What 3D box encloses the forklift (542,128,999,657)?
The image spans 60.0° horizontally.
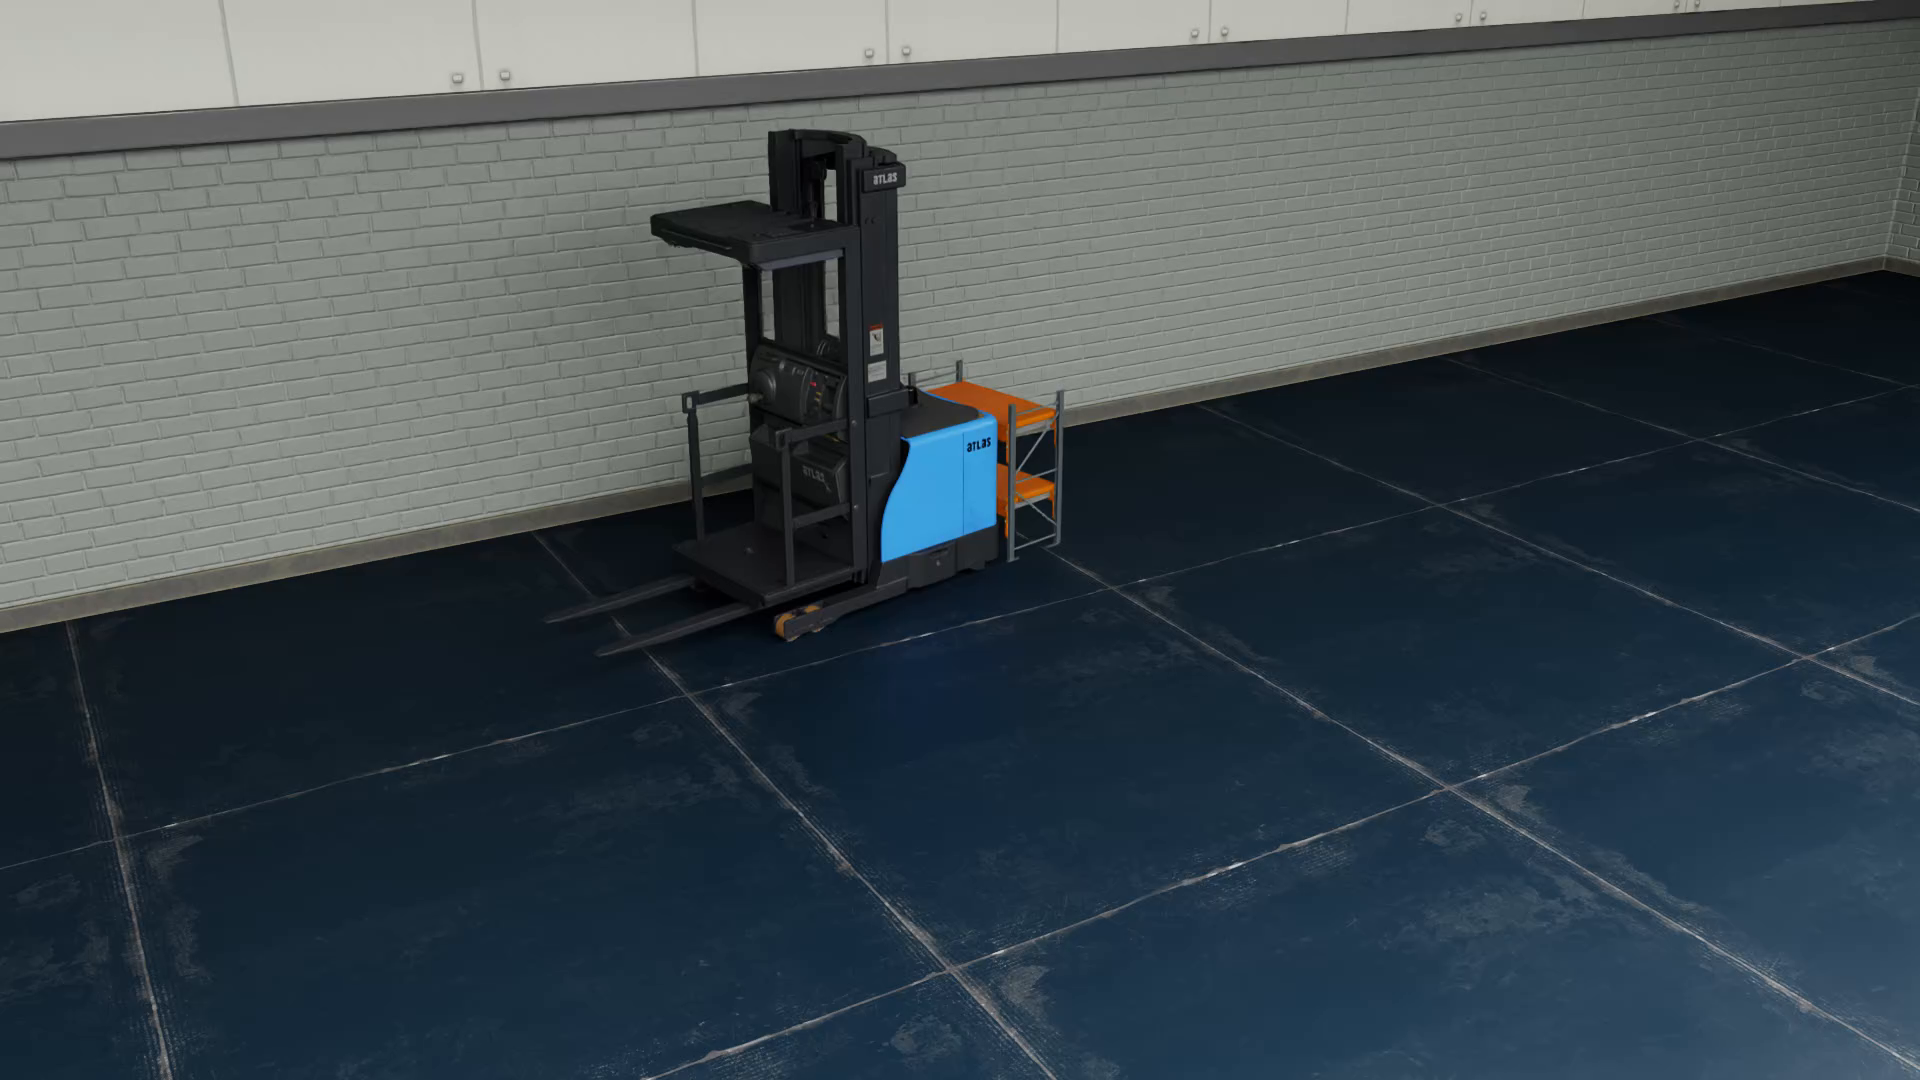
[{"bbox_3d":[-1.174,-0.956,10.270,3.031,2.935,1.130,-18,29,-38],"label":"forklift"}]

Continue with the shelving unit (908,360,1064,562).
[{"bbox_3d":[0.171,-0.577,11.737,0.538,1.125,1.048,-19,29,-39],"label":"shelving unit"}]

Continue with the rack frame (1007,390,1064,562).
[{"bbox_3d":[0.516,-0.436,11.390,0.500,1.125,0.032,-19,29,-39],"label":"rack frame"}]

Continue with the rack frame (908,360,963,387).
[{"bbox_3d":[-0.173,-0.718,12.083,0.500,1.125,0.032,-19,29,-39],"label":"rack frame"}]

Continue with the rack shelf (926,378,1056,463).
[{"bbox_3d":[0.171,-0.848,11.626,0.538,0.278,1.000,-19,29,-39],"label":"rack shelf"}]

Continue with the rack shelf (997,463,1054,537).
[{"bbox_3d":[0.171,-0.350,11.829,0.538,0.278,1.000,-19,29,-39],"label":"rack shelf"}]
